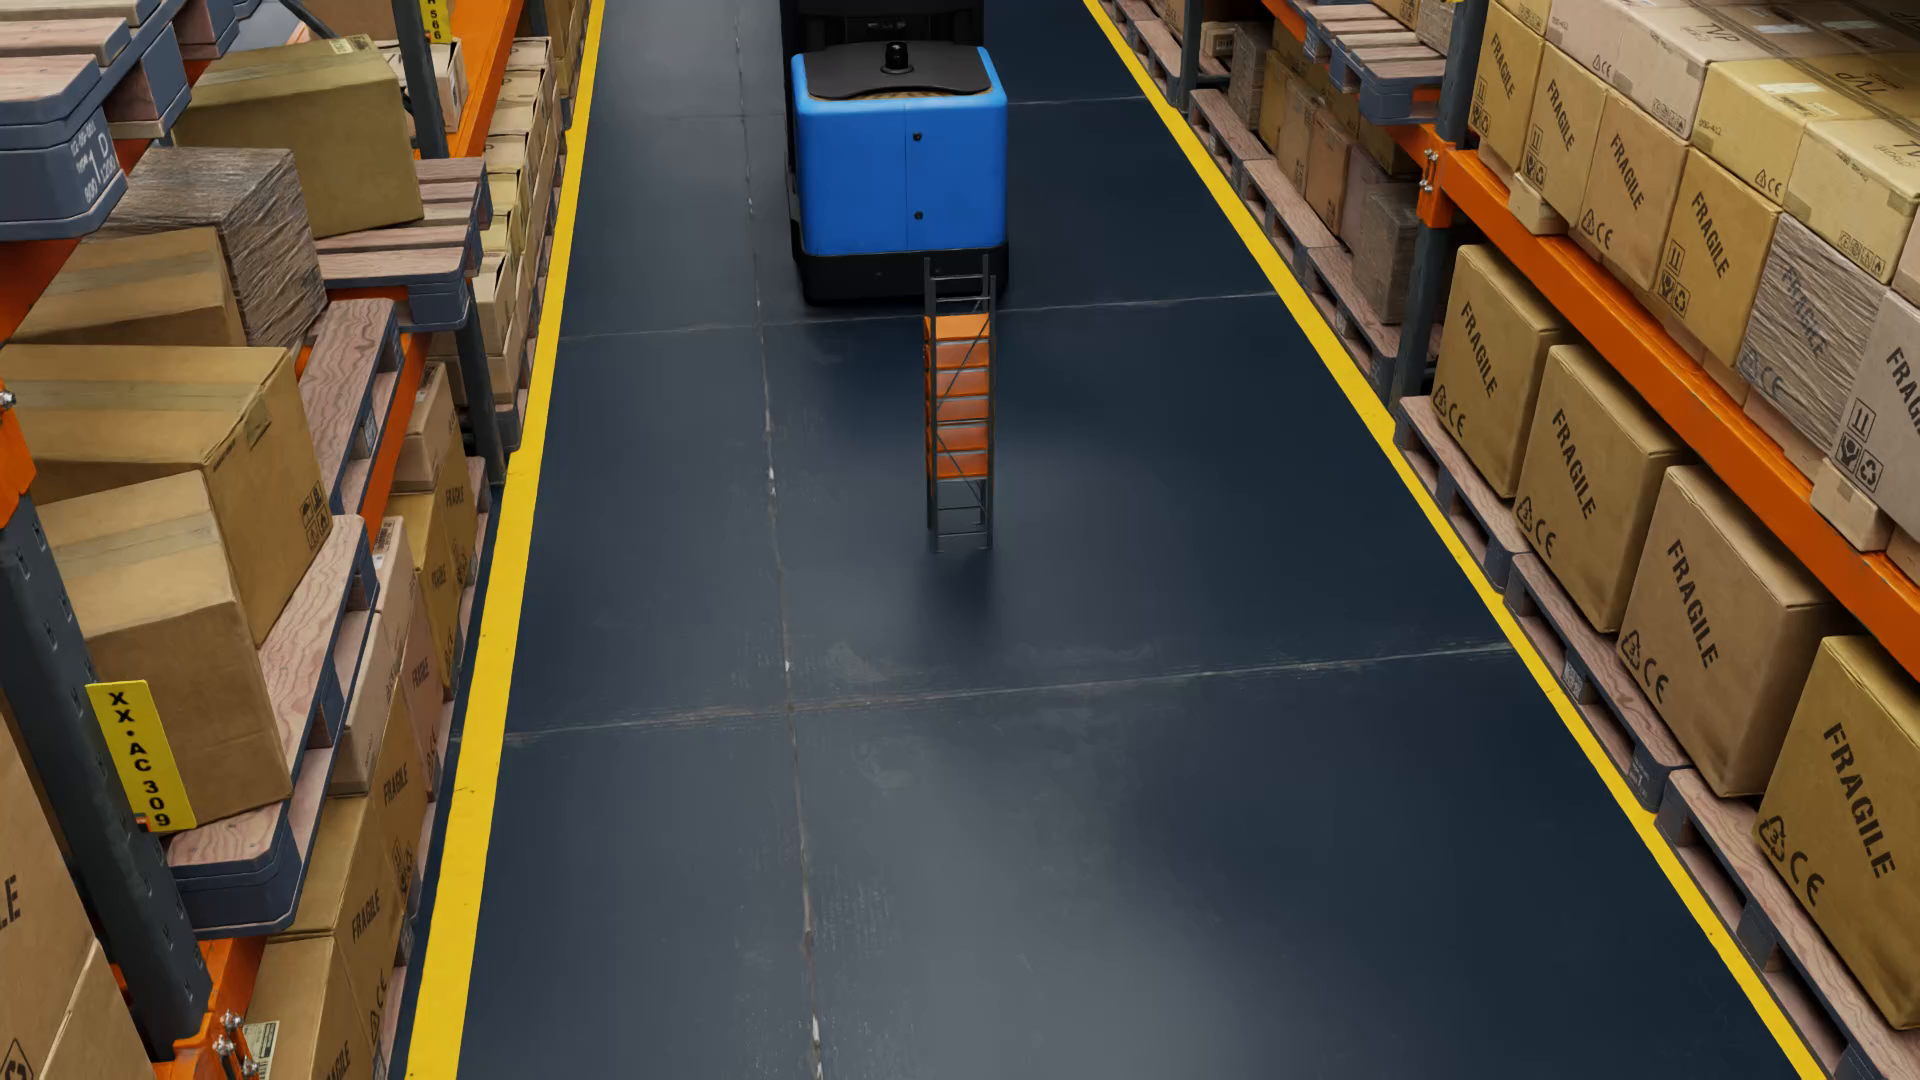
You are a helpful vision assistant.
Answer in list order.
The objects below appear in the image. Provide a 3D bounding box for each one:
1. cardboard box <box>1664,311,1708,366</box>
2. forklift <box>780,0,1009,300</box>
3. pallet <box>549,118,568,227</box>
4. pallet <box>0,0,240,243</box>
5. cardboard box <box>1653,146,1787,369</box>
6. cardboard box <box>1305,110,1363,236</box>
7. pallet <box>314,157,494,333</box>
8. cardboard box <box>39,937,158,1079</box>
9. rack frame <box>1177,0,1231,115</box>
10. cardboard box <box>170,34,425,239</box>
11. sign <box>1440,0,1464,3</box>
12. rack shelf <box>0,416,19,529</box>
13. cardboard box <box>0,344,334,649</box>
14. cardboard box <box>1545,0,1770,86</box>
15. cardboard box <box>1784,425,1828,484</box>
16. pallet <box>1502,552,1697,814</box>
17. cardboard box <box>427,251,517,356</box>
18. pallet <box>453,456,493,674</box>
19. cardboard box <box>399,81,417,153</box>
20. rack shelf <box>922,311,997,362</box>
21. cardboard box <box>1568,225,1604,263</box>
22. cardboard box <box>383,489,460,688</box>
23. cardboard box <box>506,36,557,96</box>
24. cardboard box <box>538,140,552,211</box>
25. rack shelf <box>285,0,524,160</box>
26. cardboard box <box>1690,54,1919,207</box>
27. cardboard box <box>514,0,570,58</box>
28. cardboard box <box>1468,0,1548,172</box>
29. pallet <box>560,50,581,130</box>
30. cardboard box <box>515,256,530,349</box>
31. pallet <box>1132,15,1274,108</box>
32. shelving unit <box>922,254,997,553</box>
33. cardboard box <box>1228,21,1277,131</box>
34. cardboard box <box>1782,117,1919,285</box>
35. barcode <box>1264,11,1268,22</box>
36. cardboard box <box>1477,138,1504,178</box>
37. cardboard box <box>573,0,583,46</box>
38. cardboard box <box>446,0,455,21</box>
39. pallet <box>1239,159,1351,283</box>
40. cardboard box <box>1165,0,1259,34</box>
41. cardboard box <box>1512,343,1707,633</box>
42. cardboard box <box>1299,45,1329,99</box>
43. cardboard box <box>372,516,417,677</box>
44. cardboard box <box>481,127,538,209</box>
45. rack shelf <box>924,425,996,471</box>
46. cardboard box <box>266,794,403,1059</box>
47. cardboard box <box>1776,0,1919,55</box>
[{"bbox_3d":[2.496,-0.688,5.302,0.380,0.149,0.250,-4,34,-6],"label":"cardboard box"},{"bbox_3d":[-0.448,-3.240,8.902,1.130,2.935,3.031,-4,34,-6],"label":"forklift"},{"bbox_3d":[-2.844,-2.135,9.695,1.003,0.211,1.213,-4,35,-6],"label":"pallet"},{"bbox_3d":[-1.924,-0.762,2.708,1.213,0.211,1.003,-4,35,-6],"label":"pallet"},{"bbox_3d":[2.481,-0.862,4.981,0.500,0.500,0.500,-3,34,-5],"label":"cardboard box"},{"bbox_3d":[2.267,-1.958,8.789,0.700,0.500,0.500,-5,35,-7],"label":"cardboard box"},{"bbox_3d":[-2.283,-1.011,5.740,1.213,0.211,1.003,-4,35,-6],"label":"pallet"},{"bbox_3d":[-1.584,0.987,2.549,0.500,0.500,0.500,-4,34,-6],"label":"cardboard box"},{"bbox_3d":[1.926,-4.072,10.062,1.000,3.000,0.127,-4,35,-6],"label":"rack frame"},{"bbox_3d":[-2.248,-1.335,5.583,0.700,0.500,0.500,-16,37,-22],"label":"cardboard box"},{"bbox_3d":[1.928,-2.240,6.415,0.100,0.325,0.005,-4,35,-6],"label":"sign"},{"bbox_3d":[-1.637,0.943,0.678,1.077,0.370,4.000,-4,35,-6],"label":"rack shelf"},{"bbox_3d":[-1.903,-0.106,3.780,0.700,0.500,0.500,1,34,1],"label":"cardboard box"},{"bbox_3d":[2.343,-1.750,5.617,0.500,0.250,0.500,-5,35,-7],"label":"cardboard box"},{"bbox_3d":[2.568,-0.251,4.660,0.380,0.149,0.250,-4,35,-6],"label":"cardboard box"},{"bbox_3d":[2.656,0.437,5.921,1.003,0.211,1.213,-4,35,-6],"label":"pallet"},{"bbox_3d":[-2.223,-1.046,7.193,0.500,0.311,0.500,-3,34,-5],"label":"cardboard box"},{"bbox_3d":[-2.381,0.109,6.403,1.003,0.211,1.213,-4,35,-6],"label":"pallet"},{"bbox_3d":[-2.450,-1.632,6.561,0.500,0.311,0.500,-2,34,-3],"label":"cardboard box"},{"bbox_3d":[-0.002,-0.765,6.246,0.258,0.103,0.180,-4,35,-6],"label":"rack shelf"},{"bbox_3d":[2.412,-1.116,5.930,0.380,0.149,0.250,-5,35,-7],"label":"cardboard box"},{"bbox_3d":[-2.016,0.181,5.650,0.500,0.500,0.500,-6,35,-8],"label":"cardboard box"},{"bbox_3d":[-2.643,-2.760,9.707,0.500,0.311,0.500,-4,35,-6],"label":"cardboard box"},{"bbox_3d":[-2.503,-1.955,9.024,0.500,0.250,0.500,-4,34,-5],"label":"cardboard box"},{"bbox_3d":[-2.713,-2.282,8.073,1.077,0.370,4.000,-4,35,-6],"label":"rack shelf"},{"bbox_3d":[2.489,-1.187,4.791,0.500,0.250,0.500,-5,35,-7],"label":"cardboard box"},{"bbox_3d":[-2.734,-3.325,10.368,0.500,0.500,0.500,-4,35,-6],"label":"cardboard box"},{"bbox_3d":[2.276,-1.722,6.243,0.500,0.500,0.500,-3,34,-5],"label":"cardboard box"},{"bbox_3d":[-3.047,-2.990,10.950,1.003,0.211,1.213,-4,35,-6],"label":"pallet"},{"bbox_3d":[-2.292,-1.095,7.762,0.500,0.250,0.500,-5,35,-8],"label":"cardboard box"},{"bbox_3d":[1.801,-3.292,11.393,1.003,0.211,1.213,-4,35,-6],"label":"pallet"},{"bbox_3d":[-0.002,-0.504,6.424,0.258,1.200,0.189,-4,35,-6],"label":"shelving unit"},{"bbox_3d":[2.042,-2.812,10.041,0.700,0.500,0.500,-3,34,-5],"label":"cardboard box"},{"bbox_3d":[2.558,-0.902,4.374,0.500,0.250,0.500,-4,34,-5],"label":"cardboard box"},{"bbox_3d":[2.109,-3.602,11.450,0.001,0.075,0.075,-4,35,-6],"label":"barcode"},{"bbox_3d":[2.279,-1.543,6.556,0.380,0.149,0.250,-5,35,-7],"label":"cardboard box"},{"bbox_3d":[-2.868,-3.573,11.398,0.500,0.250,0.500,-4,35,-6],"label":"cardboard box"},{"bbox_3d":[-2.757,-2.733,8.008,0.500,0.500,0.500,-4,35,-6],"label":"cardboard box"},{"bbox_3d":[2.200,-1.803,9.209,1.003,0.211,1.213,-4,35,-6],"label":"pallet"},{"bbox_3d":[1.747,-3.797,11.487,0.500,0.500,0.500,-7,35,-10],"label":"cardboard box"},{"bbox_3d":[2.545,-0.216,5.939,0.750,0.750,0.750,-5,35,-7],"label":"cardboard box"},{"bbox_3d":[2.178,-2.586,9.044,0.500,0.250,0.500,-5,35,-8],"label":"cardboard box"},{"bbox_3d":[-1.932,0.184,4.979,0.500,0.250,0.500,-5,35,-7],"label":"cardboard box"},{"bbox_3d":[-2.438,-1.911,8.461,0.500,0.311,0.500,-5,35,-7],"label":"cardboard box"},{"bbox_3d":[-0.002,-0.368,6.517,0.258,0.103,0.180,-4,35,-6],"label":"rack shelf"},{"bbox_3d":[-1.812,1.035,4.396,0.500,0.500,0.500,-4,34,-6],"label":"cardboard box"},{"bbox_3d":[2.914,-1.513,5.270,0.500,0.250,0.500,-5,35,-8],"label":"cardboard box"}]
